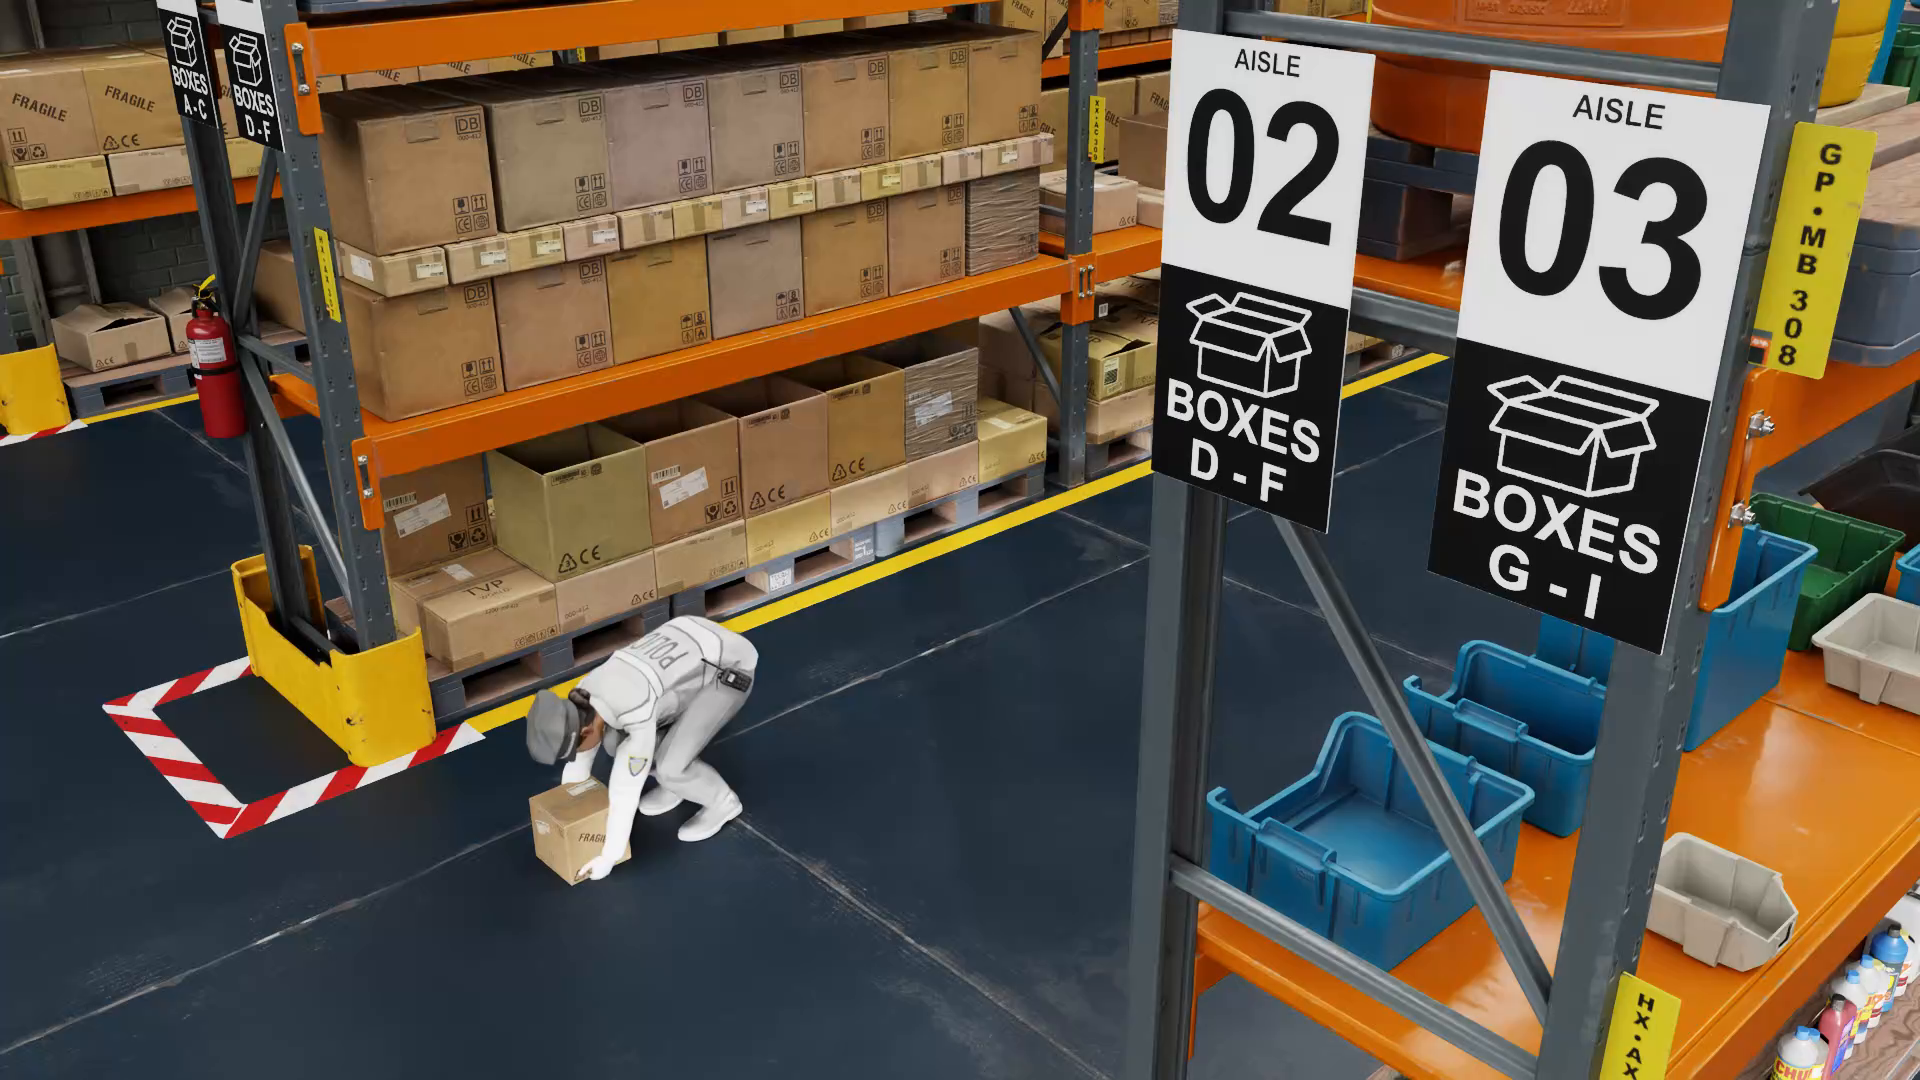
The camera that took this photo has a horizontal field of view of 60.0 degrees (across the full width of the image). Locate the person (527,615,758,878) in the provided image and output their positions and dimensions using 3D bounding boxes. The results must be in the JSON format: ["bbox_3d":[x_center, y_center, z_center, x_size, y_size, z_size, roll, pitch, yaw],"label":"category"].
[{"bbox_3d":[-1.138,0.746,6.065,0.911,0.784,0.461,-22,33,-40],"label":"person"}]
